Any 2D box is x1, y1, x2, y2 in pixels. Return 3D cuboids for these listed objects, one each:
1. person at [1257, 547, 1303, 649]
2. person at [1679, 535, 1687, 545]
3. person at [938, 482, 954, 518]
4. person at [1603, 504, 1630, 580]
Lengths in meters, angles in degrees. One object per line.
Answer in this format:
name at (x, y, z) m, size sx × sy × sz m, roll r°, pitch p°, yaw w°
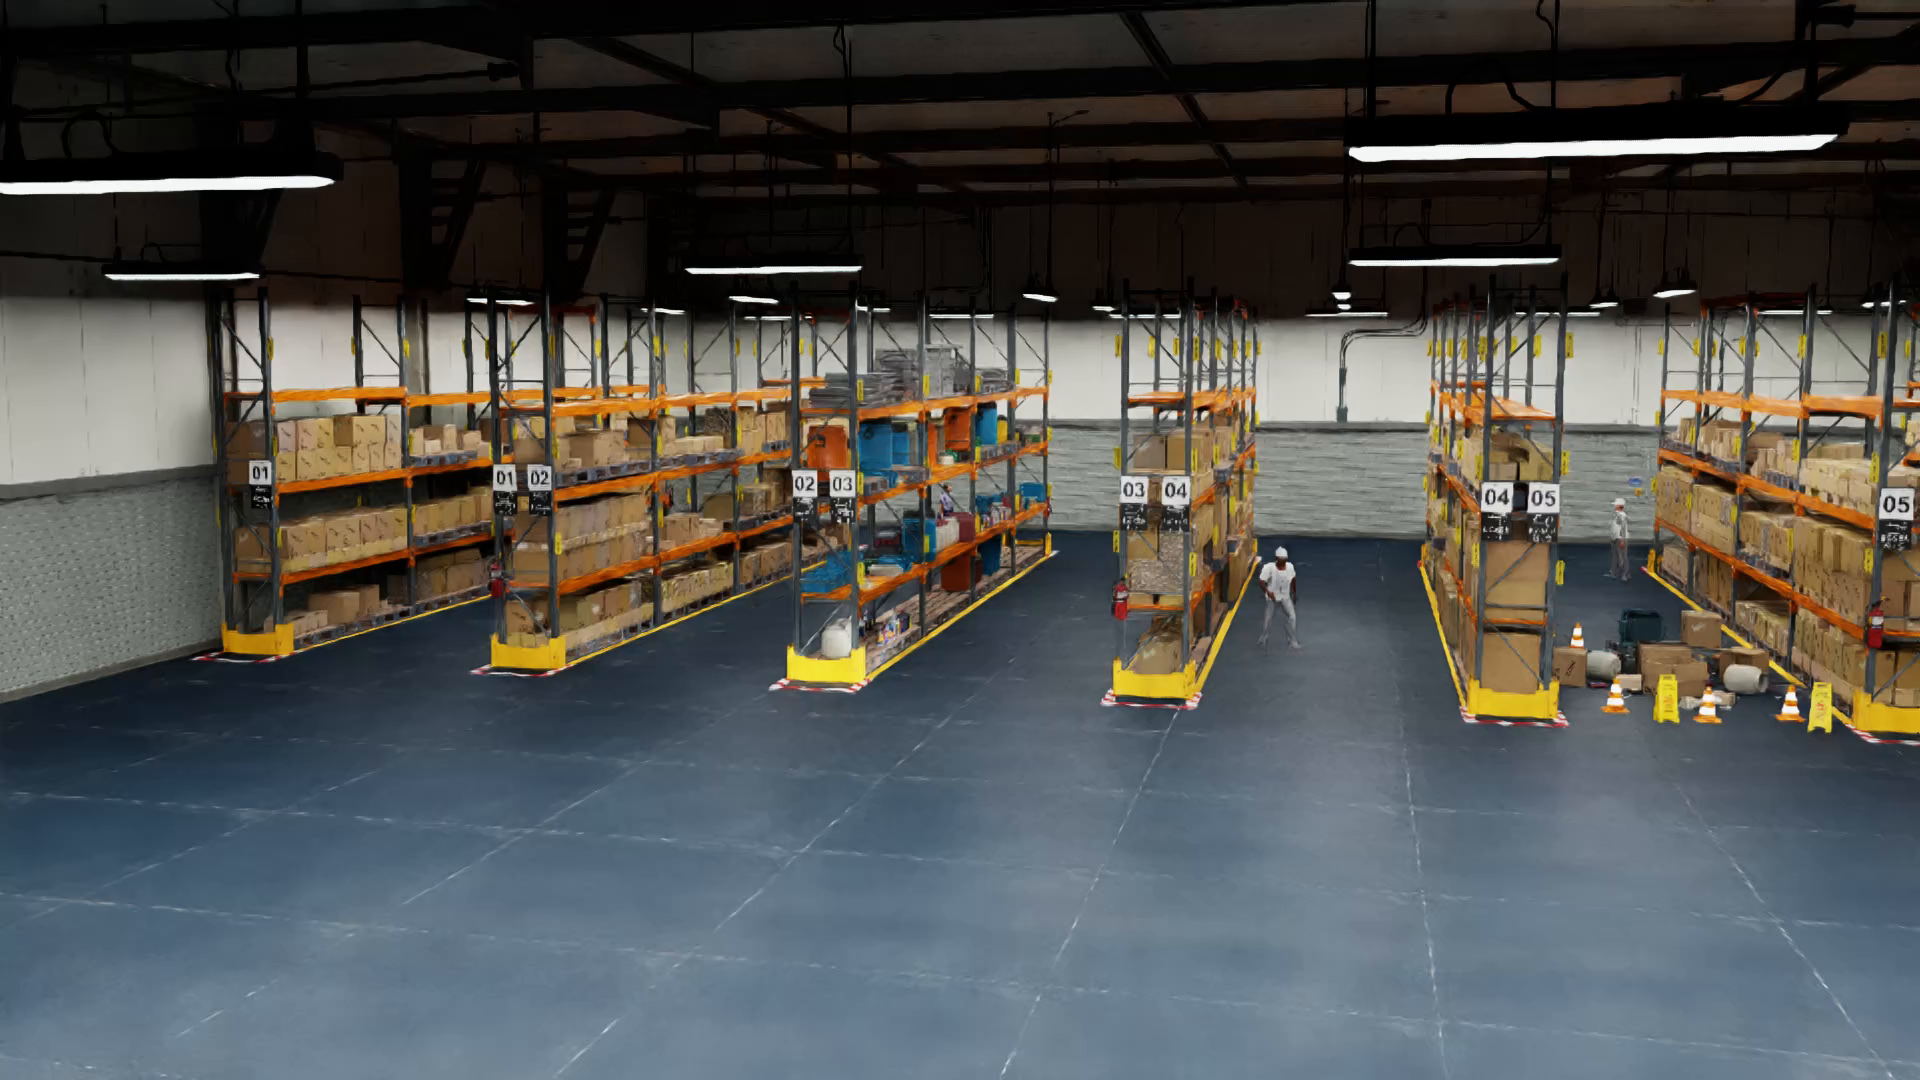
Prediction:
person at (5.337, 0.954, 27.898) m, size 0.708 × 1.701 × 0.843 m, roll 0°, pitch 7°, yaw -3°
person at (18.040, -0.567, 41.103) m, size 0.632 × 1.710 × 0.584 m, roll -2°, pitch 7°, yaw -20°
person at (-0.318, -0.638, 41.922) m, size 0.491 × 1.649 × 0.671 m, roll 5°, pitch 8°, yaw 38°
person at (14.314, -0.007, 36.122) m, size 0.486 × 1.721 × 0.625 m, roll 1°, pitch 7°, yaw 8°
